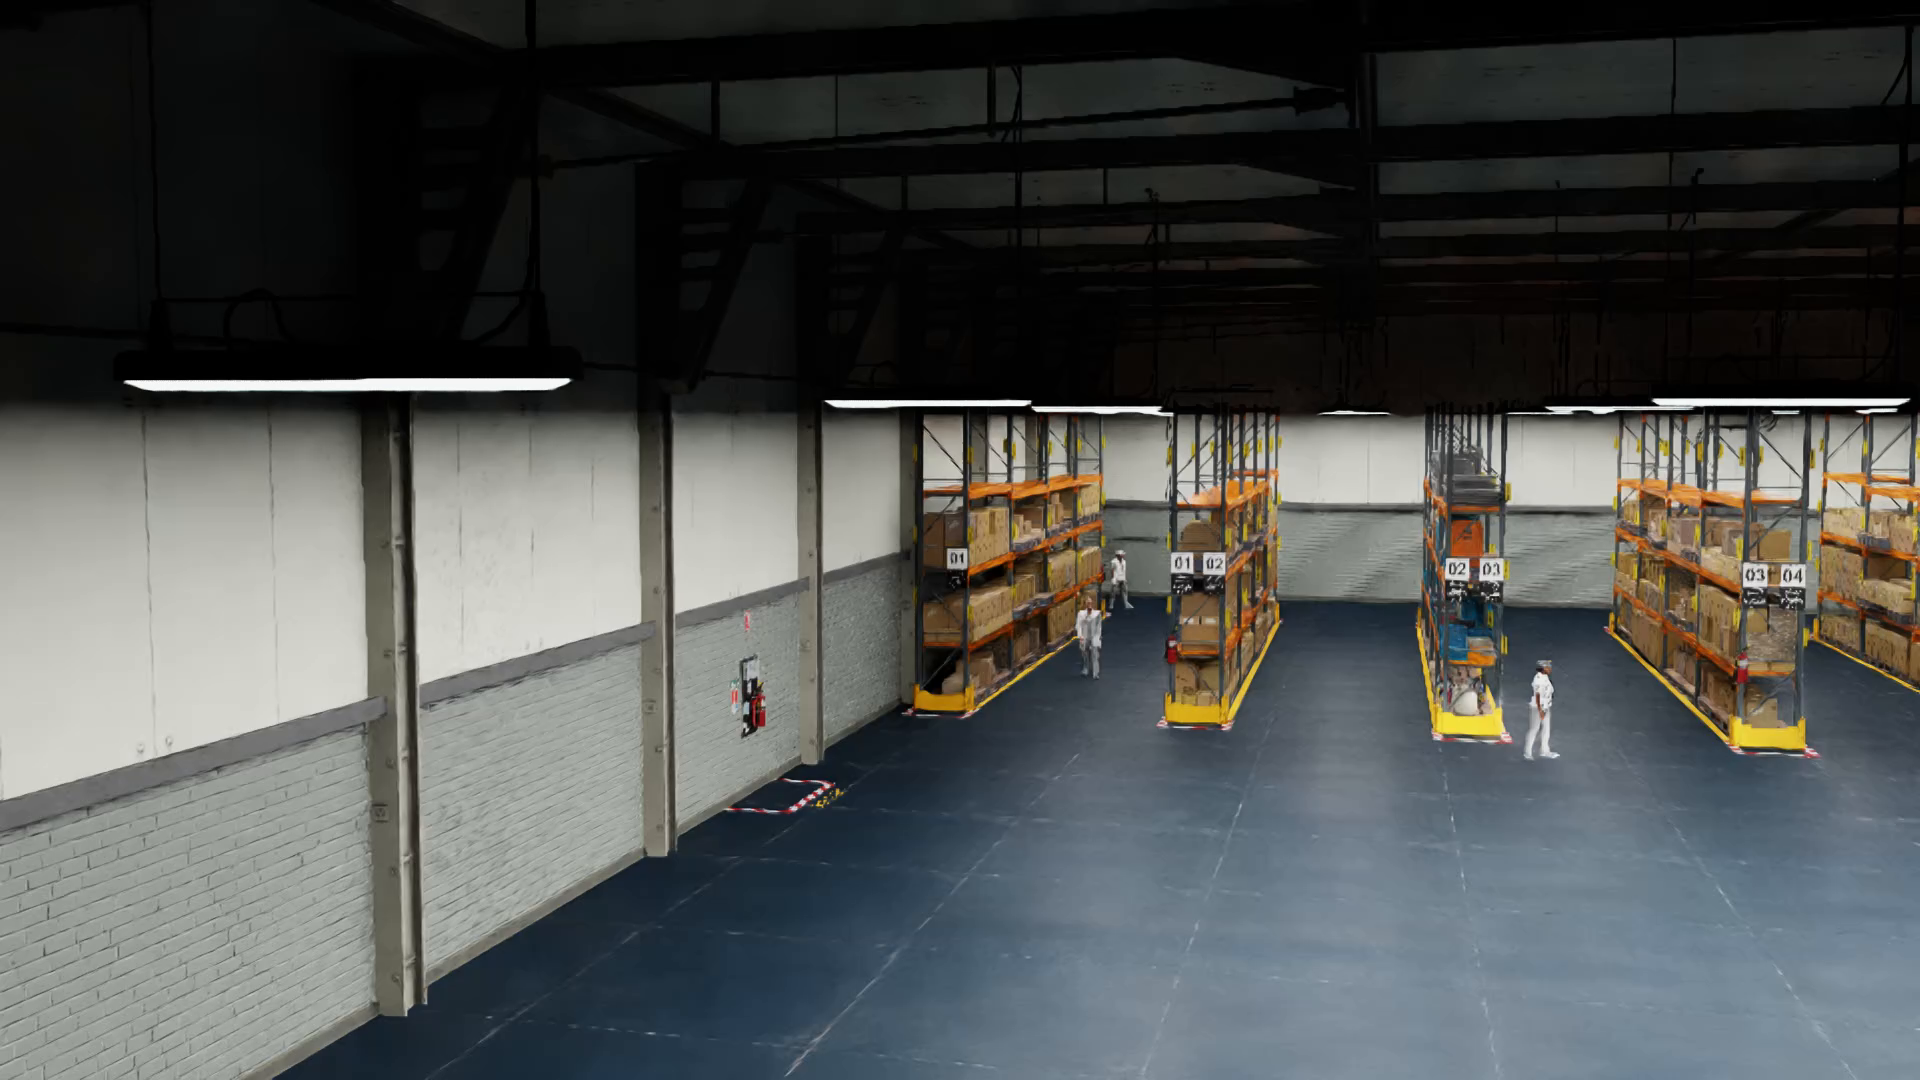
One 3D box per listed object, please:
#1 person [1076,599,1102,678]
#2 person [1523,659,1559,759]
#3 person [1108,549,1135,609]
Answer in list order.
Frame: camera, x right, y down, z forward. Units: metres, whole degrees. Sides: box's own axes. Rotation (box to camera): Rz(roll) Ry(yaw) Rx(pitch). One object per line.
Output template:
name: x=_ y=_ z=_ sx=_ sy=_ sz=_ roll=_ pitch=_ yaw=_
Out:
person: x=2.838 y=2.144 z=36.630 sx=0.580 sy=1.715 sz=1.102 roll=0 pitch=4 yaw=6
person: x=9.735 y=2.826 z=27.883 sx=0.468 sy=1.674 sz=0.589 roll=3 pitch=5 yaw=39
person: x=4.774 y=1.163 z=49.544 sx=0.738 sy=1.774 sz=0.578 roll=-3 pitch=5 yaw=-35
